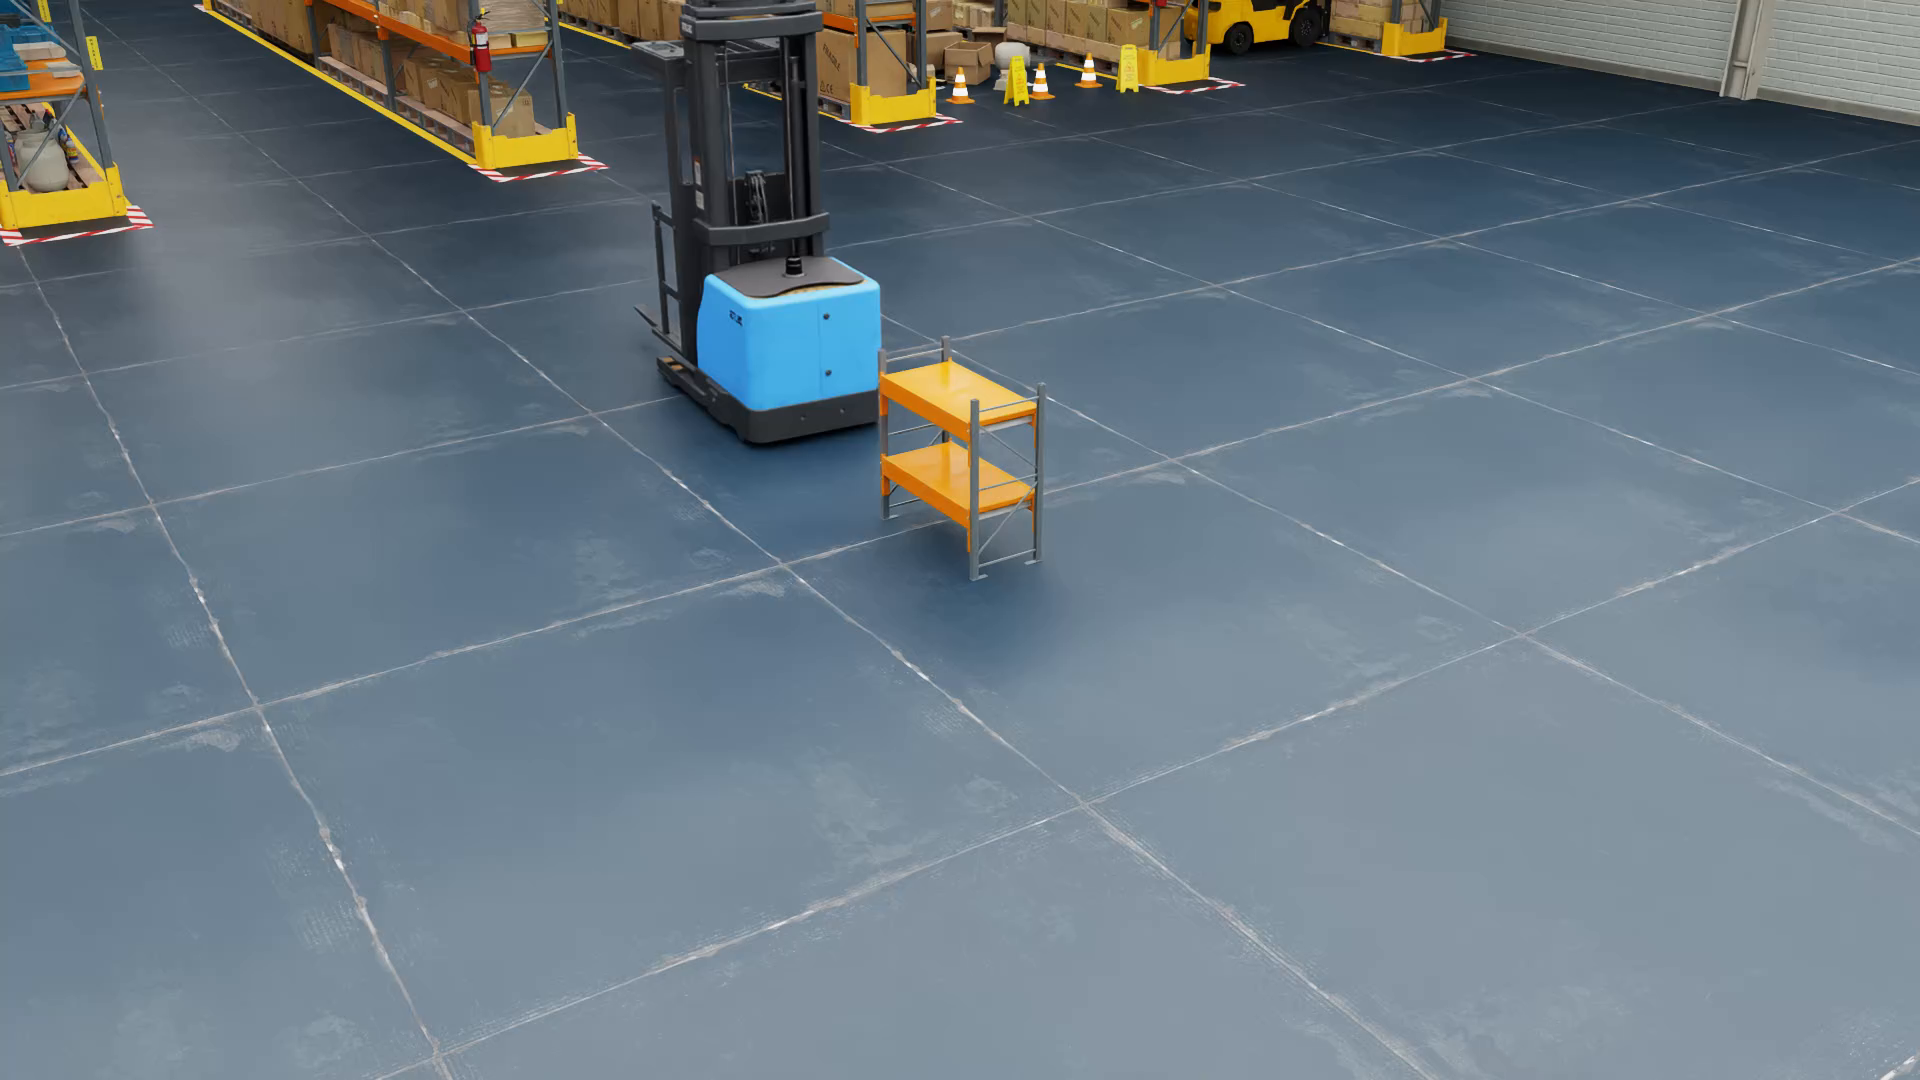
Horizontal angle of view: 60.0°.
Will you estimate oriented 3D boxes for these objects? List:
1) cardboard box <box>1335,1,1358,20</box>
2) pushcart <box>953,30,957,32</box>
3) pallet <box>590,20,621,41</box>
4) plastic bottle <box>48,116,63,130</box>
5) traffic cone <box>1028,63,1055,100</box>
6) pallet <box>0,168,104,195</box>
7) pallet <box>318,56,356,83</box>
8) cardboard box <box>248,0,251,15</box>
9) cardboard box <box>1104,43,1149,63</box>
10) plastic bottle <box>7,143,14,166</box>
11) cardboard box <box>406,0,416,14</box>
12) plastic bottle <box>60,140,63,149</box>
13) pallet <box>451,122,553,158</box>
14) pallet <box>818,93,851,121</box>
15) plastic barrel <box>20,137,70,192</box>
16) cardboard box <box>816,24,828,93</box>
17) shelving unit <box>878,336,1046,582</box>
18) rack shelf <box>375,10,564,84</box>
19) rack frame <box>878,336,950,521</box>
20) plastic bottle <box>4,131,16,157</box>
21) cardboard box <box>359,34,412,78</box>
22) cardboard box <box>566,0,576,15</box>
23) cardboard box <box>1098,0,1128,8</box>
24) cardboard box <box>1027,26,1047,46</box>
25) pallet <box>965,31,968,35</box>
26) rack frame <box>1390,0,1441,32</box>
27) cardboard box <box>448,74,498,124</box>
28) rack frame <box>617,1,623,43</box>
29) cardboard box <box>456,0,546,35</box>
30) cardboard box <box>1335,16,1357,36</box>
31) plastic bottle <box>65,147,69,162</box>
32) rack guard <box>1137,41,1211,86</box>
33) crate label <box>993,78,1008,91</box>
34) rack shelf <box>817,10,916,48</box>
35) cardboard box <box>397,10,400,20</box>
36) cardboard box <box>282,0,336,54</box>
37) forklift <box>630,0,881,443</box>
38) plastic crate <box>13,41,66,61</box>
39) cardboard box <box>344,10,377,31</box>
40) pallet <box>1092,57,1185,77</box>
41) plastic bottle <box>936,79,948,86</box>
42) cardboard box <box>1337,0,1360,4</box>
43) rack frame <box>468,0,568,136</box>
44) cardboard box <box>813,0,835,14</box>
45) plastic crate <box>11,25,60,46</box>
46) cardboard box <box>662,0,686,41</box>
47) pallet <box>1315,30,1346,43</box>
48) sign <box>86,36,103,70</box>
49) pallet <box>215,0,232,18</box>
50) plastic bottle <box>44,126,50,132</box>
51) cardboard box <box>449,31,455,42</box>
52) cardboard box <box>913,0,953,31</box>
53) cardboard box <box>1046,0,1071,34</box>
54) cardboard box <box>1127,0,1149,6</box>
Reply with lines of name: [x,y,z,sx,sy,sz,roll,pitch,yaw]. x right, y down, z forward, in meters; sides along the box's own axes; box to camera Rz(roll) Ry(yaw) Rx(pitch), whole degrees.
cardboard box: [6.564,-8.766,27.449,0.500,0.250,0.500,-16,30,-30]
pushcart: [-0.867,-7.848,26.432,0.936,0.377,1.648,18,31,33]
pallet: [-5.685,-8.843,28.735,1.003,0.211,1.213,-16,29,-30]
plastic bottle: [-10.563,-4.773,19.435,0.144,0.351,0.185,-16,29,-30]
traffic cone: [1.140,-6.478,23.430,0.336,0.463,0.334,-16,29,-30]
pallet: [-9.773,-3.736,17.916,1.003,0.211,1.213,-16,29,-30]
pallet: [-9.045,-7.163,25.177,1.003,0.211,1.213,-16,29,-30]
cardboard box: [-11.947,-9.619,29.109,0.875,0.875,0.875,-16,29,-30]
cardboard box: [2.520,-7.334,25.000,0.500,0.250,0.500,-16,29,-30]
plastic bottle: [-10.649,-4.335,18.587,0.061,0.283,0.133,-16,29,-30]
cardboard box: [-6.492,-6.935,20.962,0.875,0.500,0.500,-16,29,-30]
plastic bottle: [-10.277,-4.537,19.110,0.097,0.201,0.097,0,25,0]
pallet: [-5.559,-4.908,20.399,1.003,0.211,1.213,-16,29,-30]
pallet: [-1.394,-5.969,22.648,1.003,0.211,1.213,-16,29,-30]
plastic barrel: [-9.676,-3.971,17.570,0.421,0.512,0.421,0,25,0]
cardboard box: [-1.800,-6.733,22.996,0.875,0.875,0.875,-16,30,-30]
shelving unit: [-0.004,-0.511,10.015,0.538,1.125,1.048,-16,29,-30]
rack shelf: [-6.195,-6.233,20.782,1.077,0.370,4.000,-16,29,-30]
rack frame: [-0.281,-0.693,10.400,0.500,1.125,0.032,-16,29,-30]
plastic bottle: [-10.898,-4.525,18.997,0.152,0.276,0.135,-16,29,-30]
cardboard box: [-8.154,-6.942,23.854,0.700,0.500,0.500,-18,31,-34]
cardboard box: [-6.674,-9.615,29.540,0.500,0.500,0.500,-15,29,-29]
cardboard box: [2.287,-8.073,24.927,0.380,0.149,0.250,-15,29,-28]
cardboard box: [1.413,-8.067,26.554,0.500,0.250,0.500,-14,29,-27]
pallet: [-0.080,-9.037,29.146,1.003,0.211,1.213,-16,29,-30]
rack frame: [7.357,-9.310,26.458,1.000,3.000,0.127,-16,29,-30]
cardboard box: [-6.111,-5.564,20.958,0.500,0.500,0.500,-13,28,-25]
rack frame: [-5.260,-9.824,27.546,1.000,3.000,0.127,-16,29,-30]
cardboard box: [-5.380,-6.226,19.459,0.875,0.500,0.500,-16,29,-30]
cardboard box: [6.572,-8.531,27.537,0.500,0.250,0.500,-16,29,-30]
plastic bottle: [-10.038,-4.380,18.778,0.097,0.201,0.097,0,25,0]
rack guard: [3.158,-7.049,24.596,1.175,0.500,0.348,-16,29,-30]
crate label: [0.659,-6.597,24.065,0.298,0.136,0.250,12,28,24]
rack shelf: [-1.984,-7.353,23.154,1.077,0.370,4.000,-16,29,-30]
cardboard box: [-6.992,-6.750,21.330,0.380,0.149,0.250,-16,29,-30]
cardboard box: [-9.830,-8.185,26.072,1.225,0.875,0.875,-17,30,-32]
forklift: [-1.693,-2.587,12.296,1.130,2.935,3.031,-13,28,-26]
plastic crate: [-10.338,-5.478,18.650,0.530,0.136,0.437,-16,29,-30]
cardboard box: [-8.781,-7.692,24.564,0.500,0.250,0.500,-12,28,-24]
pallet: [2.745,-7.217,25.291,1.003,0.211,1.213,-16,29,-30]
plastic bottle: [-0.334,-6.724,24.421,0.283,0.061,0.133,18,31,33]
cardboard box: [6.560,-8.982,27.321,0.500,0.250,0.500,-15,29,-29]
rack frame: [-5.103,-5.843,19.113,1.000,3.000,0.127,-16,29,-30]
cardboard box: [-1.451,-7.344,22.118,0.875,0.550,0.550,-16,29,-30]
plastic crate: [-10.605,-5.719,19.026,0.499,0.251,0.616,-16,29,-30]
cardboard box: [-4.014,-8.113,26.065,1.050,0.750,0.750,-16,29,-30]
pallet: [6.242,-8.749,28.536,1.003,0.211,1.213,-16,29,-30]
sign: [-8.790,-4.940,16.877,0.100,0.325,0.005,-16,29,-30]
pallet: [-13.336,-10.037,31.264,1.003,0.211,1.213,-16,29,-30]
plastic bottle: [-10.566,-4.658,19.271,0.061,0.283,0.133,-16,29,-30]
cardboard box: [-5.871,-6.043,19.832,0.380,0.149,0.250,-16,29,-30]
cardboard box: [-0.459,-8.369,26.507,0.500,0.500,0.500,-16,29,-30]
cardboard box: [1.696,-8.220,25.999,0.500,0.500,0.500,-14,29,-27]
cardboard box: [2.689,-7.985,25.502,0.500,0.500,0.500,-17,30,-31]
